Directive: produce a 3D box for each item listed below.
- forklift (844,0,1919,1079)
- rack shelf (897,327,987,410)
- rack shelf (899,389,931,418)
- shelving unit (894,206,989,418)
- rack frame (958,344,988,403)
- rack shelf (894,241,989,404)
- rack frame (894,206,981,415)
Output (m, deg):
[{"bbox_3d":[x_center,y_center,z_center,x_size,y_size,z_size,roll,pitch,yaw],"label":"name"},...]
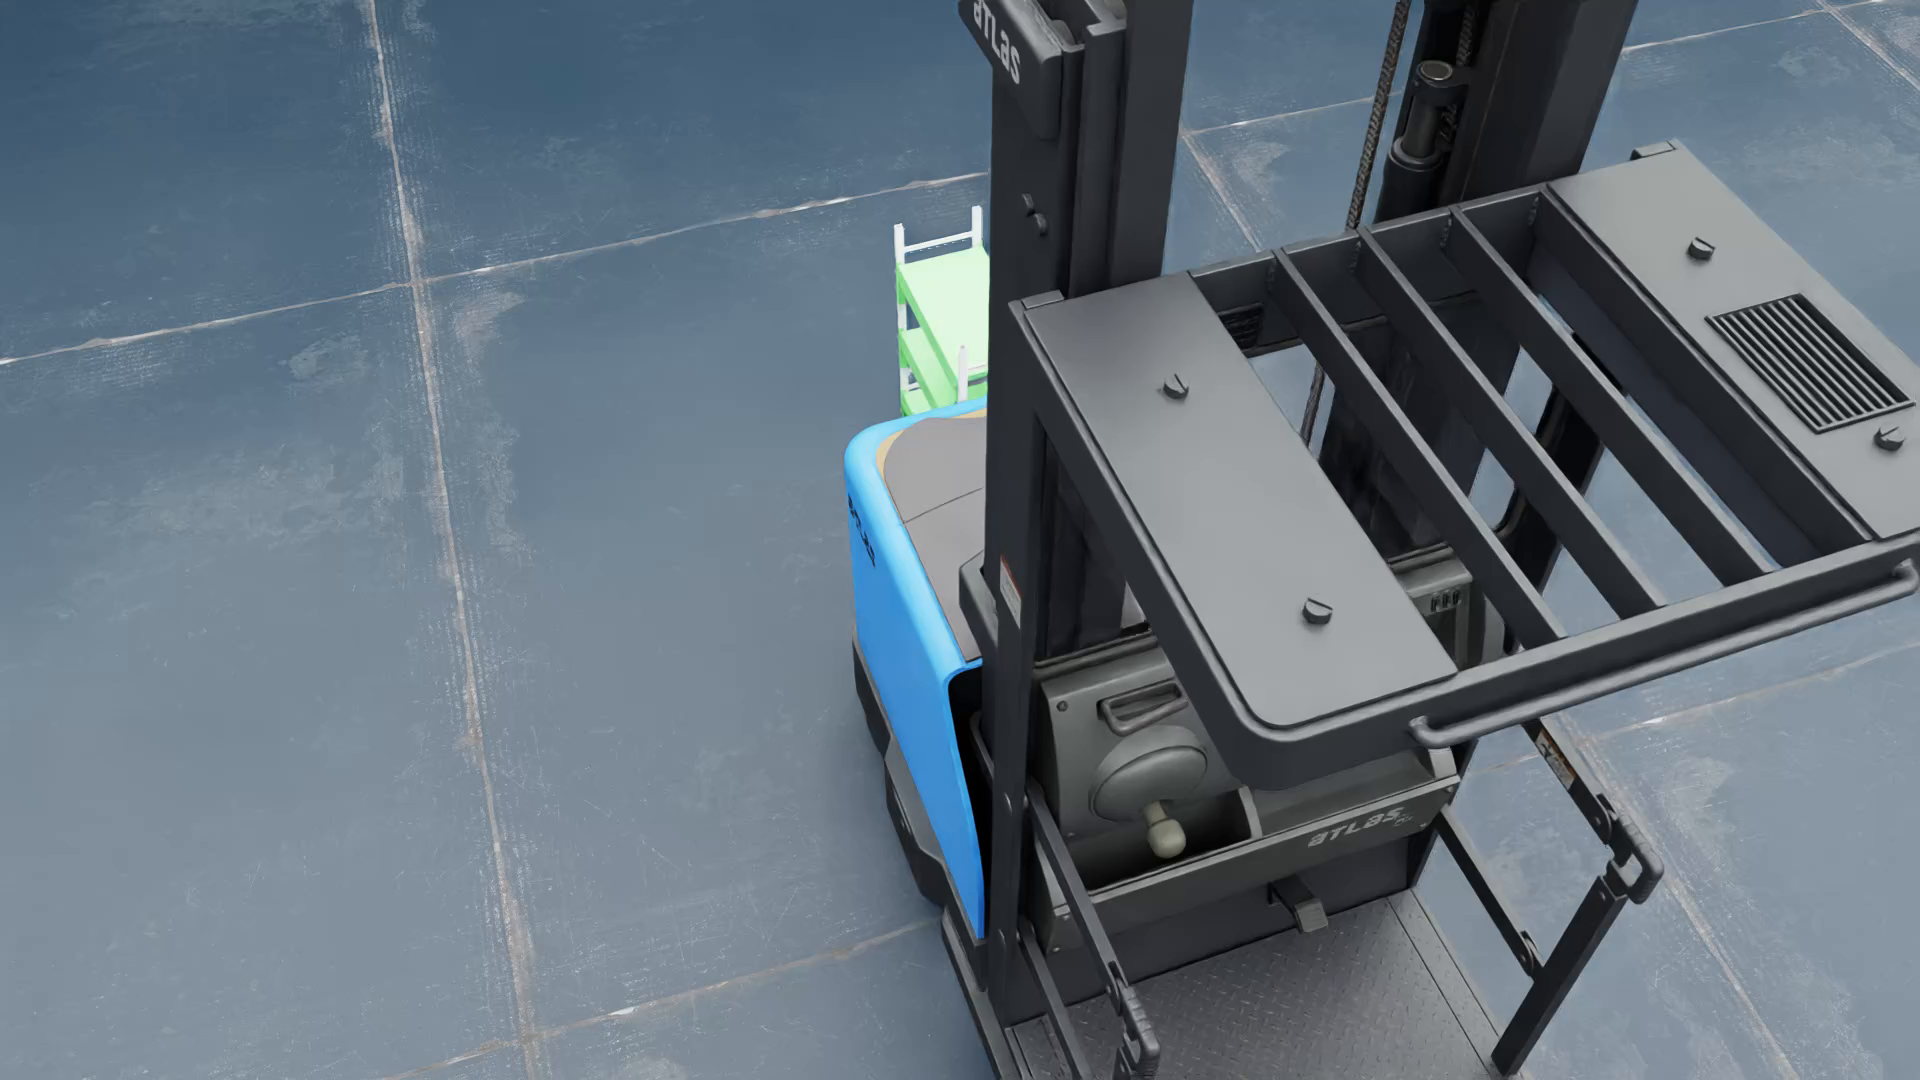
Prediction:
[{"bbox_3d":[0.678,0.417,2.981,1.130,2.935,3.031,-15,52,-13],"label":"forklift"},{"bbox_3d":[0.026,-0.406,4.577,0.258,0.148,0.480,-16,52,-13],"label":"rack shelf"},{"bbox_3d":[0.026,-0.251,4.760,0.258,0.148,0.480,-16,52,-13],"label":"rack shelf"},{"bbox_3d":[0.026,-0.292,4.712,0.258,1.200,0.503,-16,52,-13],"label":"shelving unit"},{"bbox_3d":[0.110,-0.117,4.564,0.240,1.200,0.015,-16,52,-13],"label":"rack frame"},{"bbox_3d":[0.026,-0.561,4.393,0.258,0.148,0.480,-16,52,-13],"label":"rack shelf"},{"bbox_3d":[-0.058,-0.468,4.859,0.240,1.200,0.015,-16,52,-13],"label":"rack frame"}]
